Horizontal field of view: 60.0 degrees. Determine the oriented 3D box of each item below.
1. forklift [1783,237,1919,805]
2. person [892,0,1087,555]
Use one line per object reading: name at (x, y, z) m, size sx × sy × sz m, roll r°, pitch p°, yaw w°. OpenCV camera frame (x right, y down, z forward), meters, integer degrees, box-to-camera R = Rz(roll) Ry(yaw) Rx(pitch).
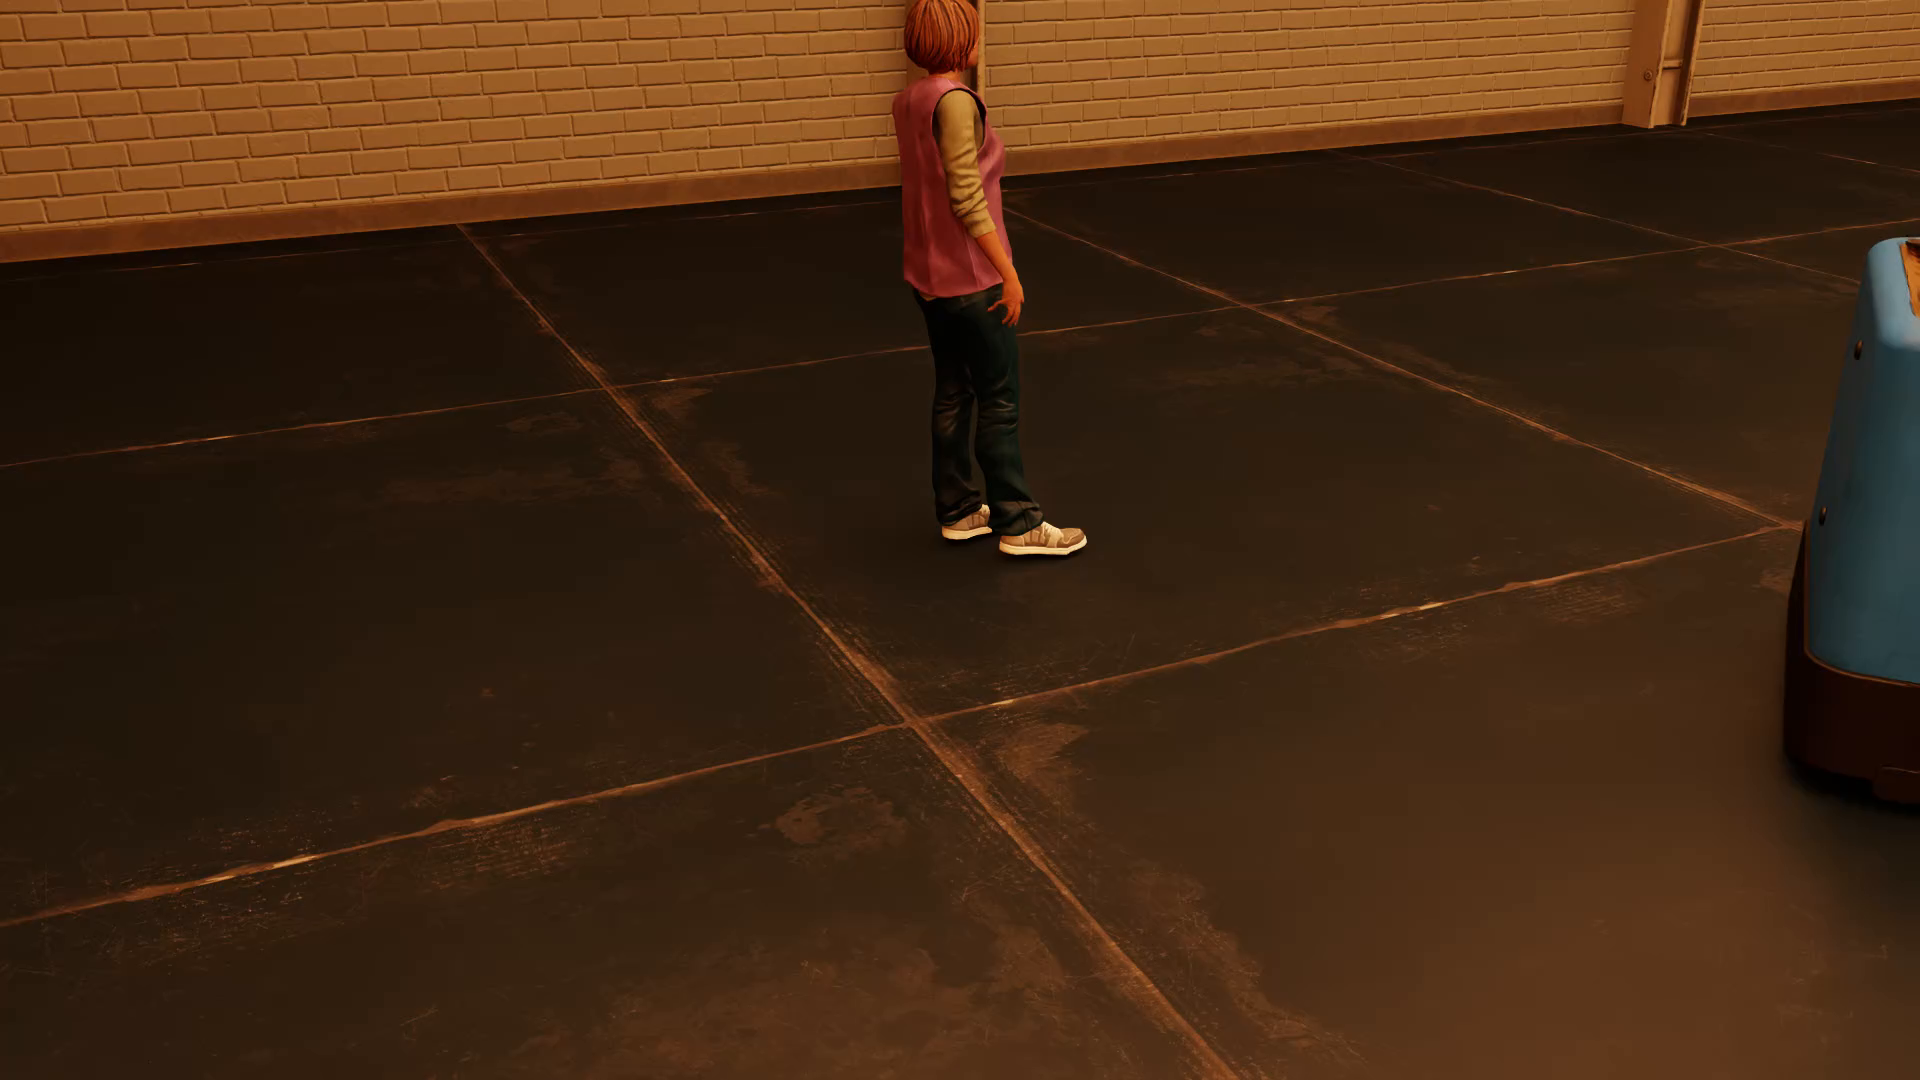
forklift at (3.433, -0.721, 3.022) m, size 3.031 × 2.935 × 1.130 m, roll 10°, pitch 25°, yaw 23°
person at (0.074, -0.752, 4.815) m, size 0.473 × 1.599 × 0.520 m, roll -10°, pitch 25°, yaw -23°
